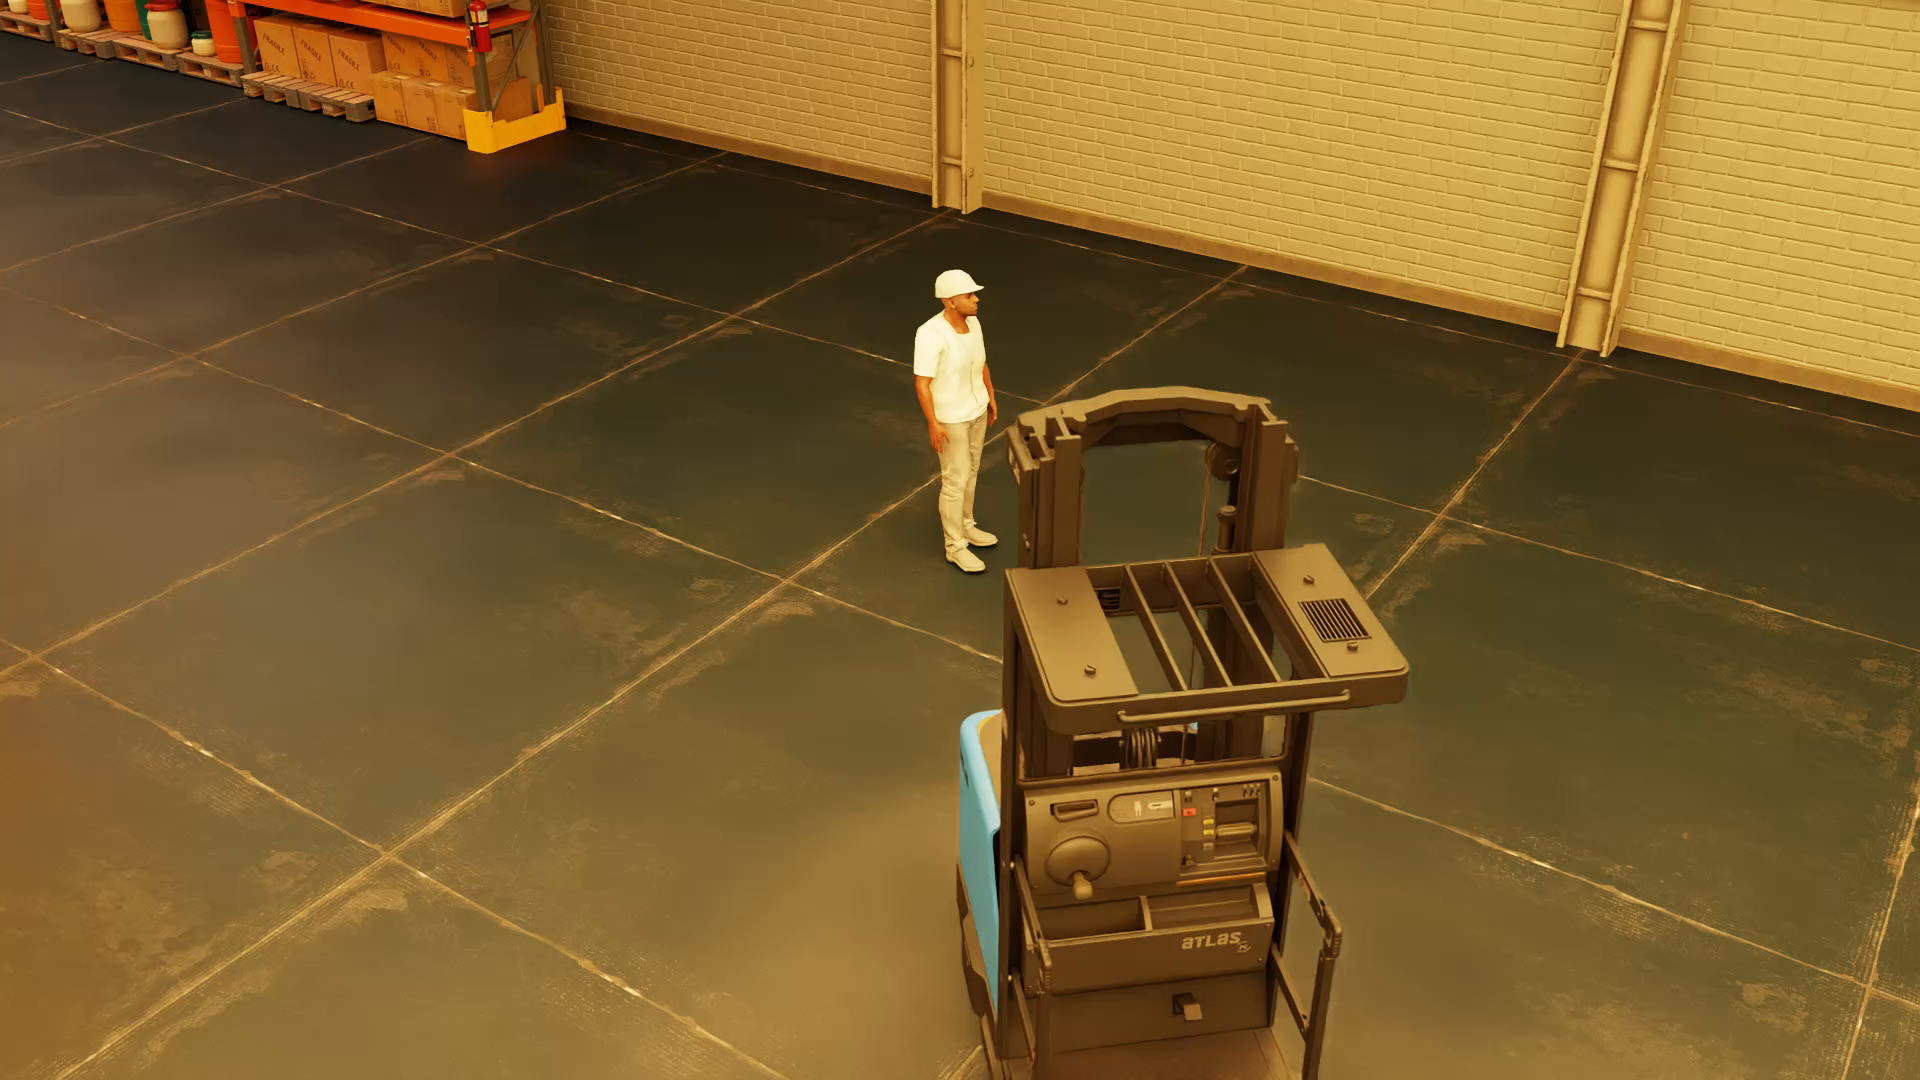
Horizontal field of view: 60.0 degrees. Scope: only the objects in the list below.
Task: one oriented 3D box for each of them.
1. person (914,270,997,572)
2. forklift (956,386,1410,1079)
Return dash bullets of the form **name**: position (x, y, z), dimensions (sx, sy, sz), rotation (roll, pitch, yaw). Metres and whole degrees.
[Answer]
- **person**: position (0.055, -0.748, 10.016), dimensions (0.575, 1.768, 0.666), rotation (19, 35, 29)
- **forklift**: position (0.725, 1.089, 5.706), dimensions (1.130, 2.935, 3.031), rotation (-5, 30, -8)
